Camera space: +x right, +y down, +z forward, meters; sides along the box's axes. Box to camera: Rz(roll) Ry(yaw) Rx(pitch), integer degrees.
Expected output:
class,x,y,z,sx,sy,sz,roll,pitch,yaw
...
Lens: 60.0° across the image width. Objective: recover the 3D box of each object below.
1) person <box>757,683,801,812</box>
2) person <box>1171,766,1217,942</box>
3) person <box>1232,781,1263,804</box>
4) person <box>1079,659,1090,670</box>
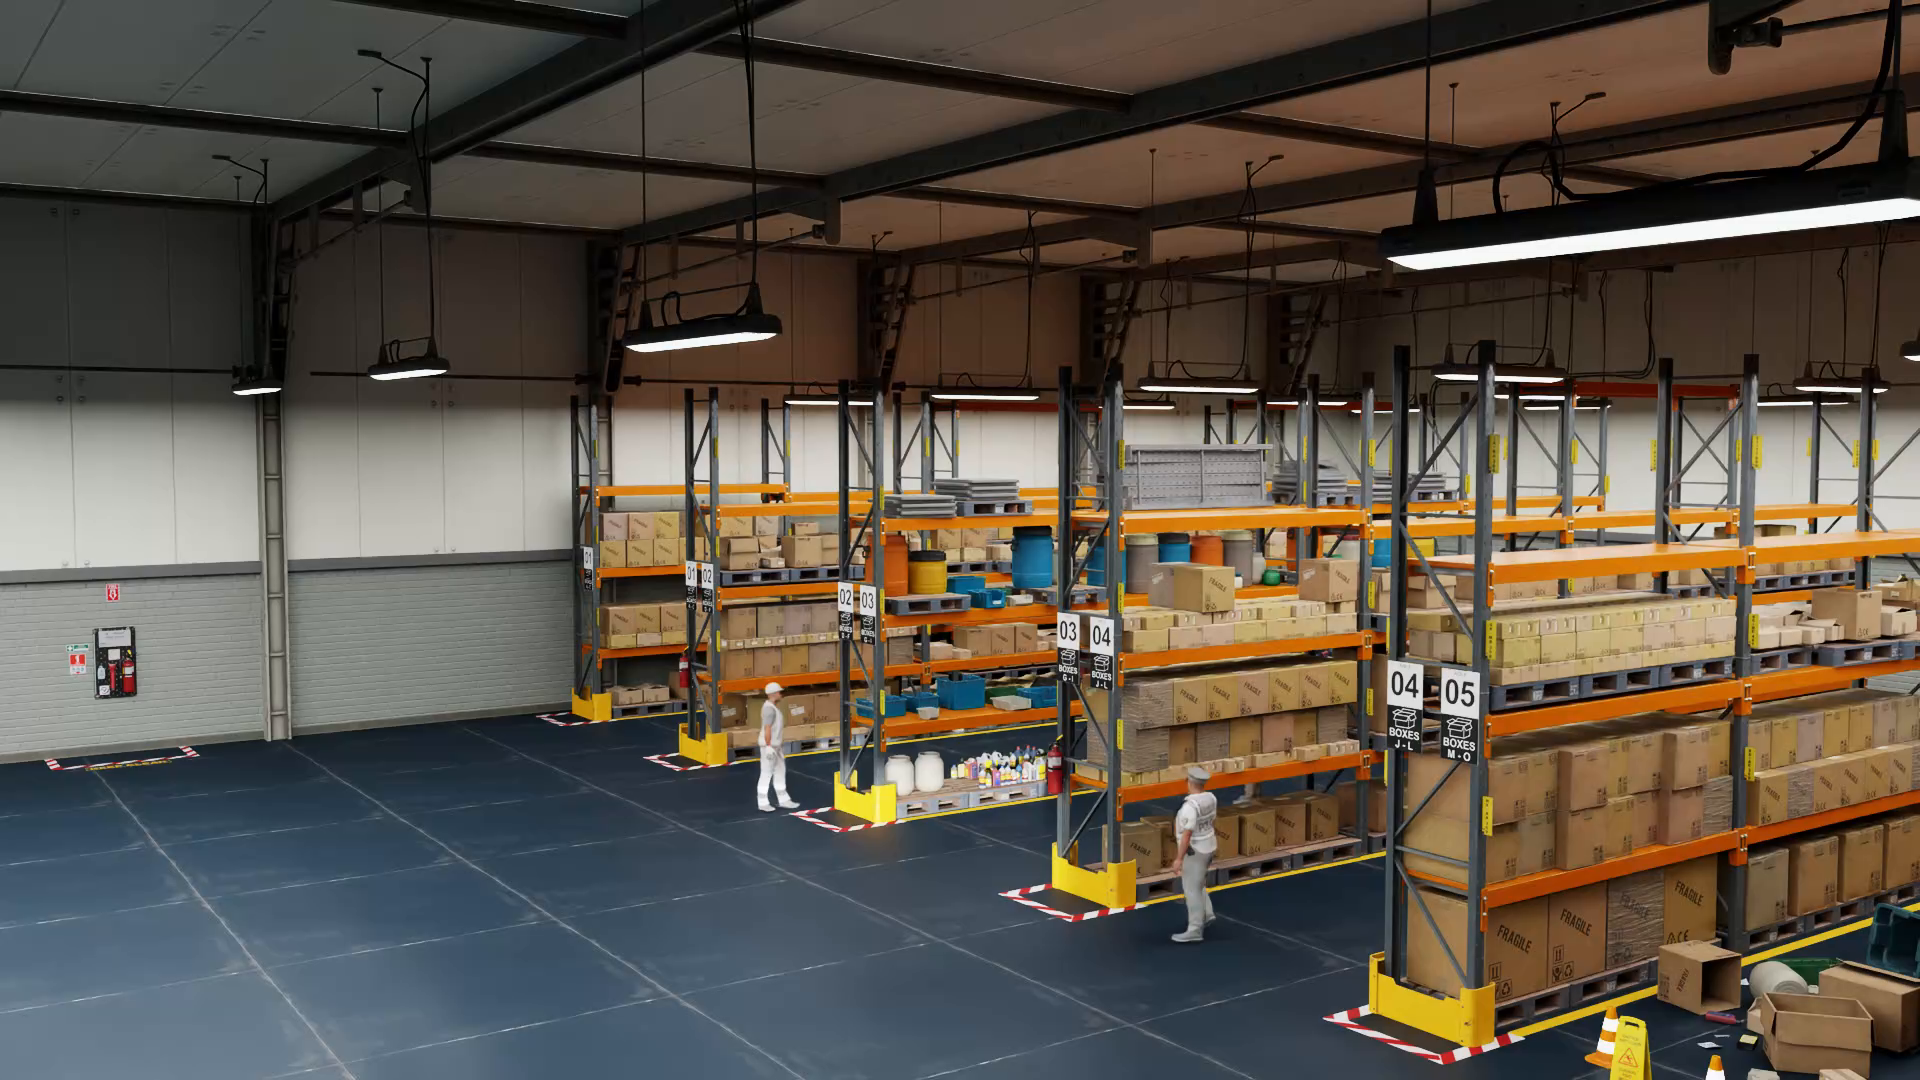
class,x,y,z,sx,sy,sz,roll,pitch,yaw
person,-2.546,2.885,23.205,0.551,1.786,0.636,0,3,6
person,2.432,3.239,17.252,0.418,1.785,0.654,2,4,24
person,4.122,2.877,23.584,0.392,1.735,0.574,2,4,29
person,2.526,2.120,34.333,0.514,1.669,0.384,-2,4,-26
